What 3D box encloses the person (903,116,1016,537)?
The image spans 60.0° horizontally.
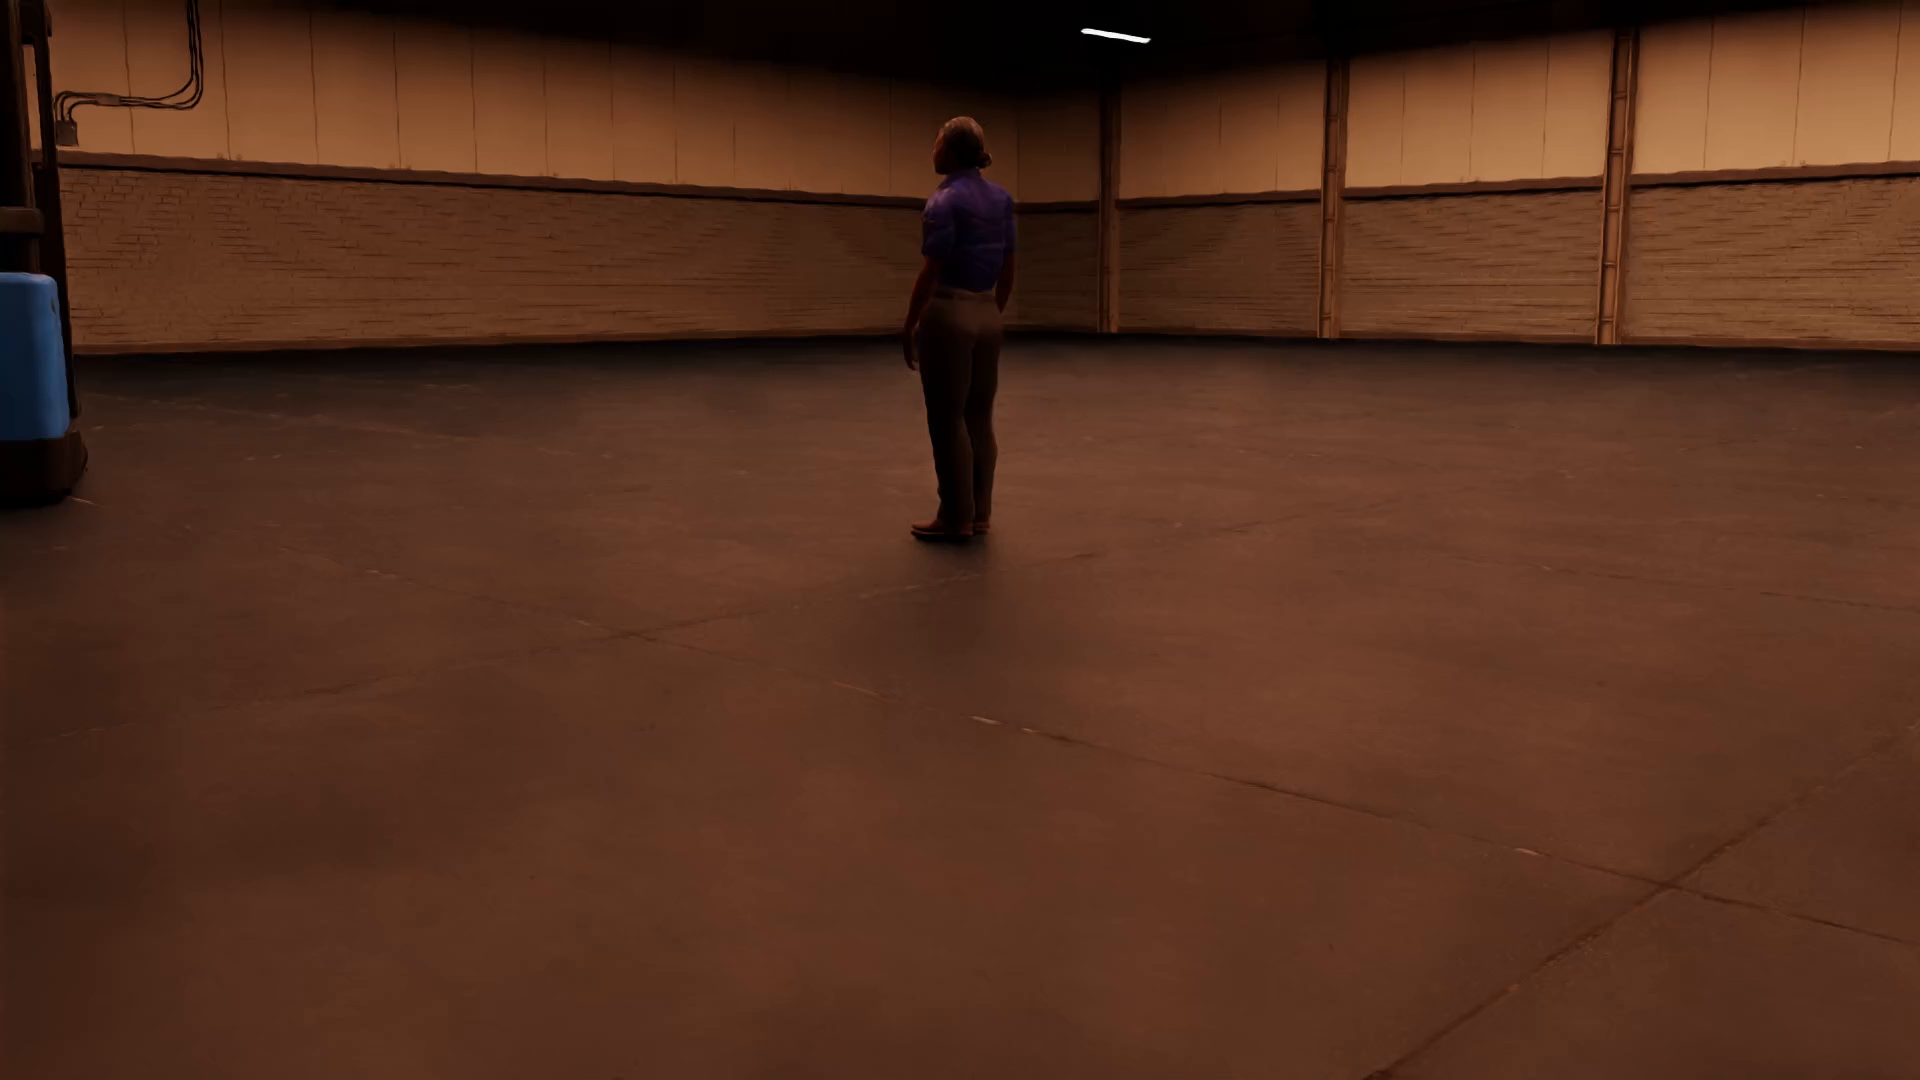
[{"bbox_3d":[-0.049,-0.836,6.667,0.503,1.654,0.570,8,12,43],"label":"person"}]

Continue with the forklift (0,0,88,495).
[{"bbox_3d":[-5.310,-1.781,8.700,1.130,2.935,3.031,-4,10,-26],"label":"forklift"}]
